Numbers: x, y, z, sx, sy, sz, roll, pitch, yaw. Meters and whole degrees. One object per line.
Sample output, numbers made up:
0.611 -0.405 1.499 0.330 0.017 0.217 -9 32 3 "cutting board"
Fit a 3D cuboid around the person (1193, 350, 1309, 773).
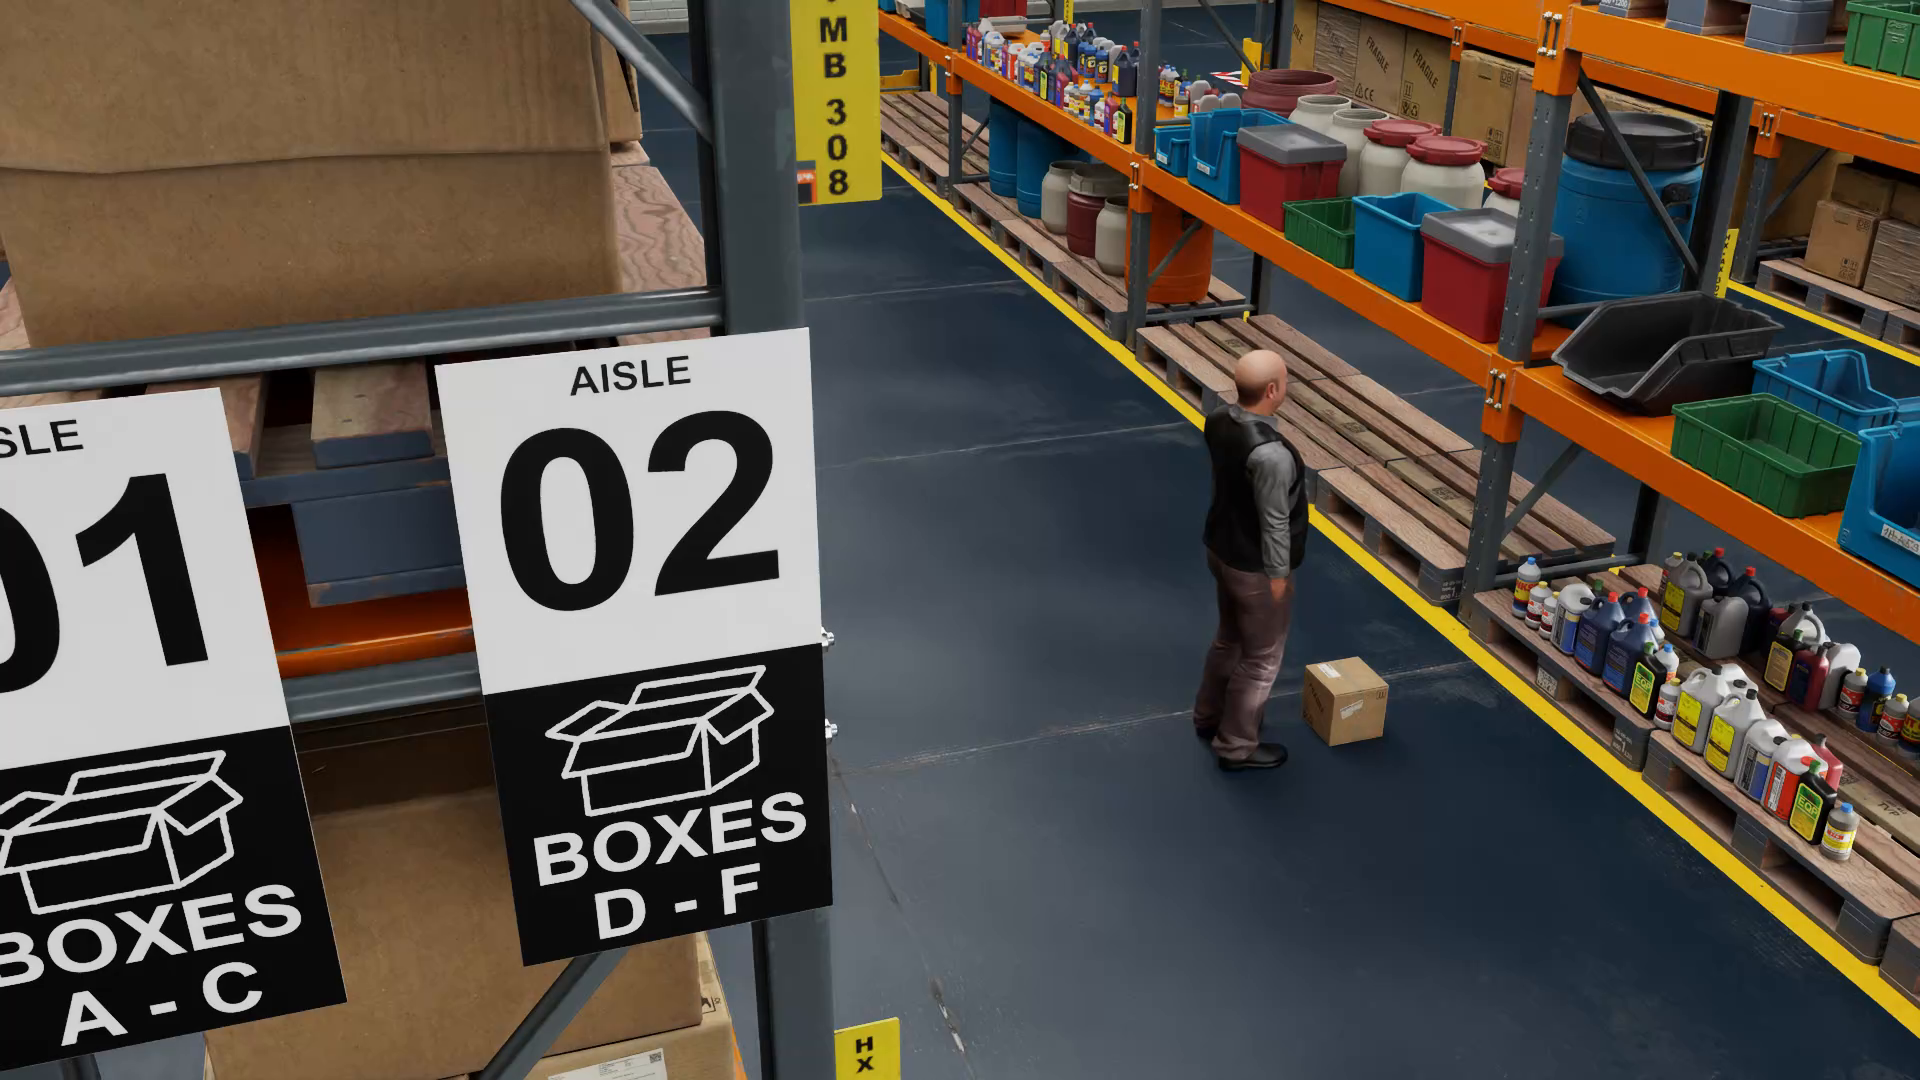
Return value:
1.140 0.071 6.504 0.358 1.716 0.531 -7 27 -15 "person"
